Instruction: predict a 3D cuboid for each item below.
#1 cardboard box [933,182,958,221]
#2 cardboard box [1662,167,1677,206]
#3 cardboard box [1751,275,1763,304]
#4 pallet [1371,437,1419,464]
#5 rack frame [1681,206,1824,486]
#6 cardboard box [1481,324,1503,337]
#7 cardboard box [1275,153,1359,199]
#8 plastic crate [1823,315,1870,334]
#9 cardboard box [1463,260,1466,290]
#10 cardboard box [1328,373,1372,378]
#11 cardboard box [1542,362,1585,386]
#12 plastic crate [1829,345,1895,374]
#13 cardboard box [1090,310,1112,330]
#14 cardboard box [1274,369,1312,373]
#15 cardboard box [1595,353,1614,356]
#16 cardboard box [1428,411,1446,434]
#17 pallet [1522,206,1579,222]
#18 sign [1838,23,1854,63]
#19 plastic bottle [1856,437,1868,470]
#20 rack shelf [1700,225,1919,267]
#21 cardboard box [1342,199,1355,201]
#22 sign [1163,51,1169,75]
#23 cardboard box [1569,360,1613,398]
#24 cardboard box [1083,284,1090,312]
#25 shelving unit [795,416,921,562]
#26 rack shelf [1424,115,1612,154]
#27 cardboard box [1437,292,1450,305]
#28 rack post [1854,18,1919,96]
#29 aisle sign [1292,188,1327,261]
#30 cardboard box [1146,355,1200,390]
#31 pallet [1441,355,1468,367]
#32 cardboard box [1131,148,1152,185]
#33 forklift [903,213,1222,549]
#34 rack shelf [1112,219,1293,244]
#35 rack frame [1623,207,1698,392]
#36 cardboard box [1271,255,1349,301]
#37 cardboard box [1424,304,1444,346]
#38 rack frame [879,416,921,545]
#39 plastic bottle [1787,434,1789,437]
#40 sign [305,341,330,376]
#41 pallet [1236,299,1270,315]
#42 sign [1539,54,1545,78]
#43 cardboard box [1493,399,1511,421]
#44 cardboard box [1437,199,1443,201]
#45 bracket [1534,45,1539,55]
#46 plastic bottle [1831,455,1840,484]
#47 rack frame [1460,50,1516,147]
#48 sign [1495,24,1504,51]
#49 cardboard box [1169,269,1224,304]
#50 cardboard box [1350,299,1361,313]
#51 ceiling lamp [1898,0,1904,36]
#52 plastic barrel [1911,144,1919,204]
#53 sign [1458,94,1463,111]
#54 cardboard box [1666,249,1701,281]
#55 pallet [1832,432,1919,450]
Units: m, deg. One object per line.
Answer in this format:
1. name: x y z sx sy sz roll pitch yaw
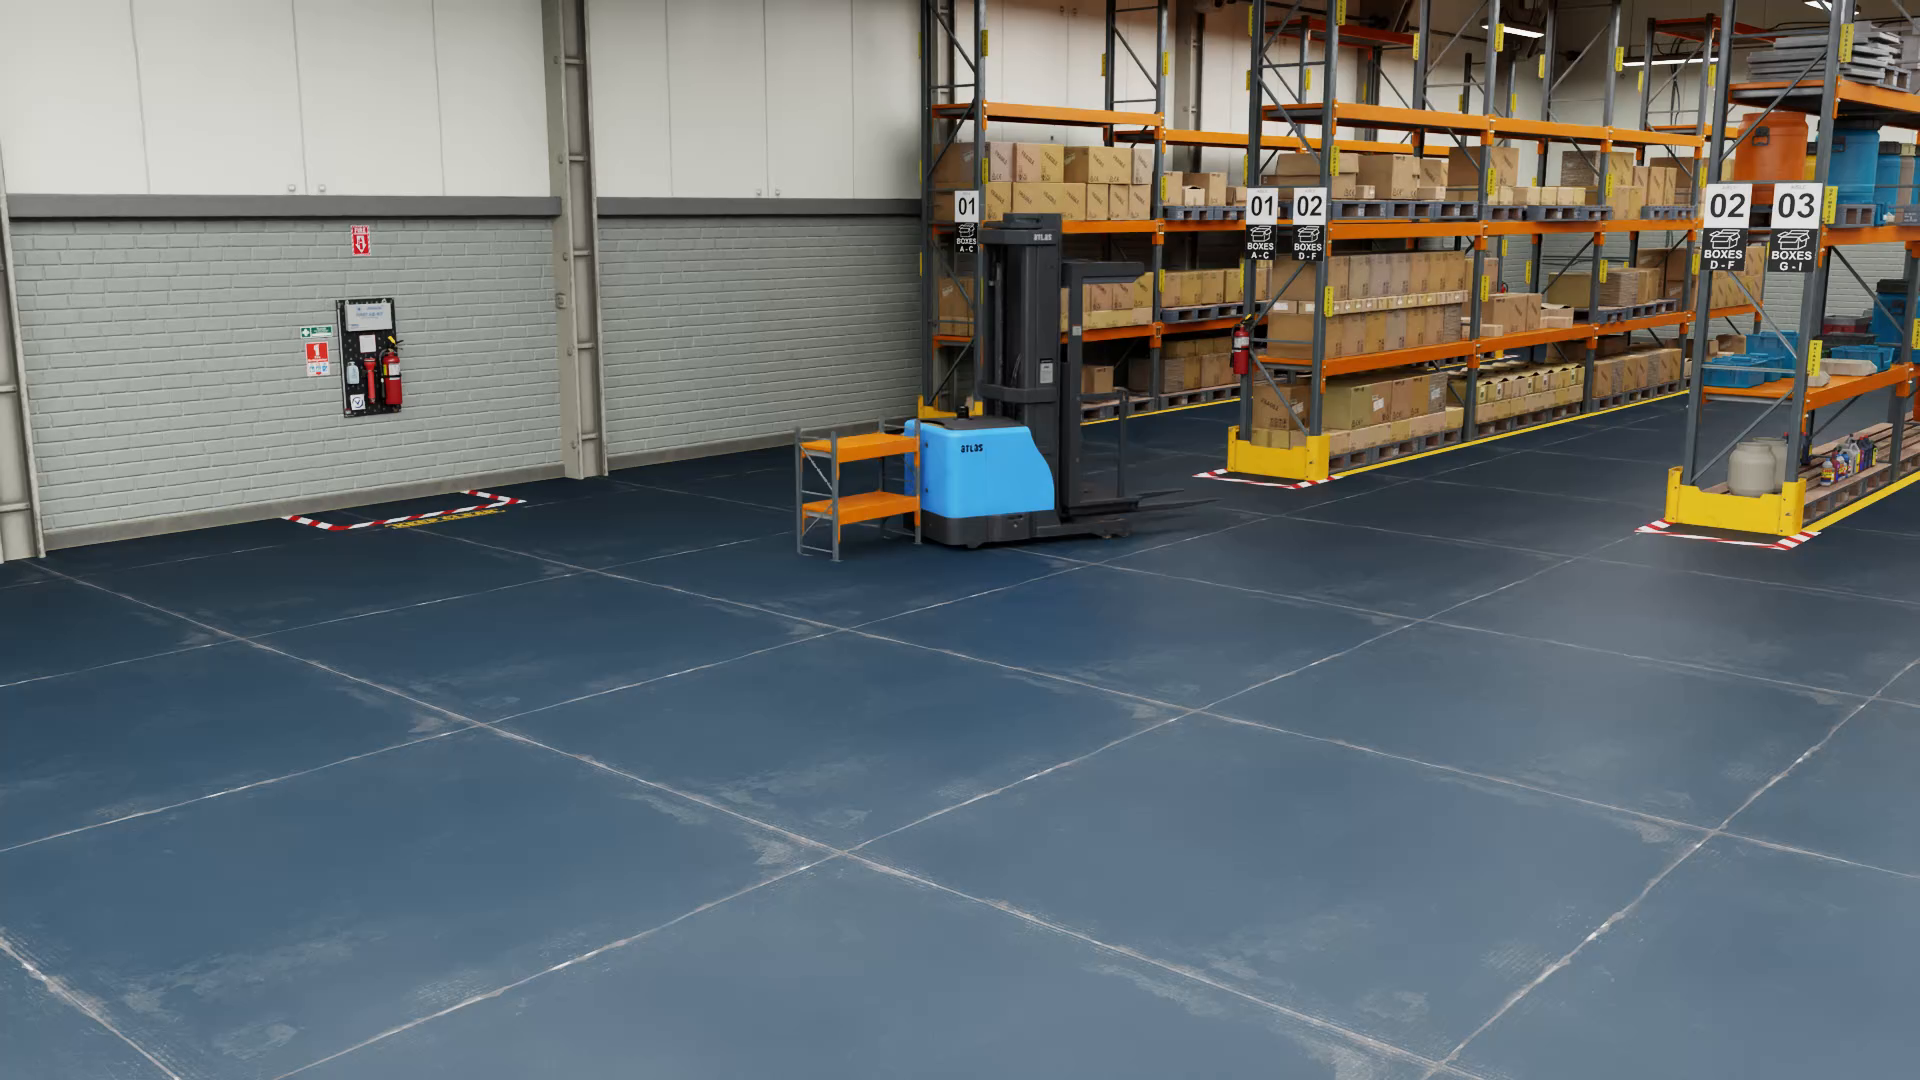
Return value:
1. cardboard box: -0.007 -4.490 22.068 0.500 0.500 0.500 -11 16 -43
2. cardboard box: 11.165 -5.702 26.860 0.600 0.600 0.600 8 14 35
3. cardboard box: 14.102 -4.528 29.968 0.500 0.500 0.500 10 15 42
4. pallet: 4.910 -1.155 20.456 1.003 0.211 1.213 10 15 40
5. rack frame: 7.350 -1.585 15.489 1.000 3.000 0.127 10 15 40
6. cardboard box: 7.010 -2.795 22.190 0.380 0.149 0.250 10 15 40
7. cardboard box: 4.014 -4.106 18.760 0.637 0.503 0.797 -11 16 -44
8. plastic crate: 10.080 -2.316 18.984 0.402 0.464 0.583 10 15 40
9. cardboard box: 9.159 -5.071 32.178 0.980 0.700 0.700 9 14 38
10. cardboard box: 4.742 -1.791 20.554 0.500 0.500 0.500 10 15 40
11. cardboard box: 8.752 -2.427 24.219 0.500 0.311 0.500 10 15 42
12. plastic crate: 9.464 -1.903 17.459 0.499 0.251 0.616 10 15 40
13. cardboard box: 1.808 -3.134 23.574 0.500 0.250 0.500 10 15 40
14. cardboard box: 5.773 -3.286 28.421 0.750 0.750 0.750 10 15 40
15. cardboard box: 10.037 -2.715 26.405 0.500 0.500 0.500 9 14 38
16. cardboard box: 5.793 -1.503 21.028 0.500 0.250 0.500 10 15 40
17. pallet: 7.796 -4.505 22.932 1.003 0.211 1.213 11 16 43
18. sign: 7.760 -4.353 14.563 0.100 0.325 0.005 10 15 40
19. plastic bottle: 9.655 -0.930 17.850 0.144 0.351 0.185 9 14 38
20. rack shelf: 8.670 -2.998 16.739 1.077 0.370 4.000 10 15 40
21. cardboard box: 6.468 -6.096 29.038 0.700 0.500 0.500 10 15 40
22. sign: 2.944 -6.820 23.797 0.100 0.325 0.005 10 15 40
23. cardboard box: 9.428 -2.423 24.943 0.500 0.500 0.500 11 15 43
24. cardboard box: 1.460 -3.426 23.121 0.500 0.500 0.500 10 15 42
25. shelving unit: -0.888 -0.468 14.684 0.538 1.125 1.048 10 15 42
26. rack shelf: 7.592 -5.502 22.640 1.077 0.370 4.000 10 15 40
27. cardboard box: 5.918 -3.039 20.857 0.380 0.149 0.250 9 15 39
28. rack post: 11.226 -5.514 19.335 1.013 1.000 3.121 10 15 40
29. aisle sign: 3.818 -3.452 18.197 0.394 0.787 0.004 10 15 40
30. cardboard box: 3.325 -2.637 26.016 0.700 0.500 0.500 9 15 39
31. pallet: 9.195 -3.546 32.427 1.003 0.211 1.213 10 15 40
32. cardboard box: 2.421 -5.366 23.901 0.500 0.500 0.500 8 14 36
33. forklift: 1.026 -1.538 15.428 3.031 2.935 1.130 -6 13 -26
34. rack shelf: 3.869 -4.867 26.099 1.077 0.370 4.000 10 15 40
35. rack frame: 11.553 -3.992 27.538 1.000 3.000 0.127 10 15 40
36. cardboard box: 3.984 -2.986 18.936 0.700 0.500 0.500 10 15 41
37. cardboard box: 5.640 -2.719 20.911 0.700 0.500 0.500 10 15 40
38. rack frame: -0.543 -0.541 15.050 0.500 1.125 0.032 10 15 42
39. plastic bottle: 9.146 -1.025 18.326 0.144 0.351 0.185 10 15 42
40. sign: -6.343 -1.789 16.418 0.001 0.329 0.234 10 15 40
41. pallet: 4.798 -3.830 27.220 1.213 0.211 1.003 10 15 40
42. sign: 8.498 -6.911 24.248 0.100 0.325 0.005 10 15 40
43. cardboard box: 7.063 -1.775 22.385 0.500 0.250 0.500 10 15 42
44. cardboard box: 8.830 -6.425 31.116 0.500 0.250 0.500 9 15 39
45. bracket: 12.143 -10.451 35.373 0.235 0.232 0.430 10 15 40
46. plastic bottle: 8.944 -0.726 17.001 0.061 0.283 0.133 10 15 41
47. rack frame: 10.470 -8.162 33.100 1.000 3.000 0.127 10 15 40
48. sign: 6.673 -6.217 20.573 0.100 0.325 0.005 10 15 40
49. cardboard box: 3.695 -3.972 26.061 0.500 0.500 0.700 -10 15 -40
50. cardboard box: 4.390 -2.699 19.154 0.380 0.149 0.250 10 15 41
51. ceiling lamp: 17.842 -10.455 29.680 2.000 3.185 0.800 10 15 40
52. plastic barrel: 11.026 -4.186 19.571 0.600 0.901 0.708 10 15 40
53. sign: 10.057 -8.770 33.357 0.100 0.325 0.005 10 15 40
54. cardboard box: 12.075 -4.564 27.595 0.500 0.500 0.500 10 15 42
55. pallet: 11.285 -1.107 20.215 1.003 0.211 1.213 10 15 40
